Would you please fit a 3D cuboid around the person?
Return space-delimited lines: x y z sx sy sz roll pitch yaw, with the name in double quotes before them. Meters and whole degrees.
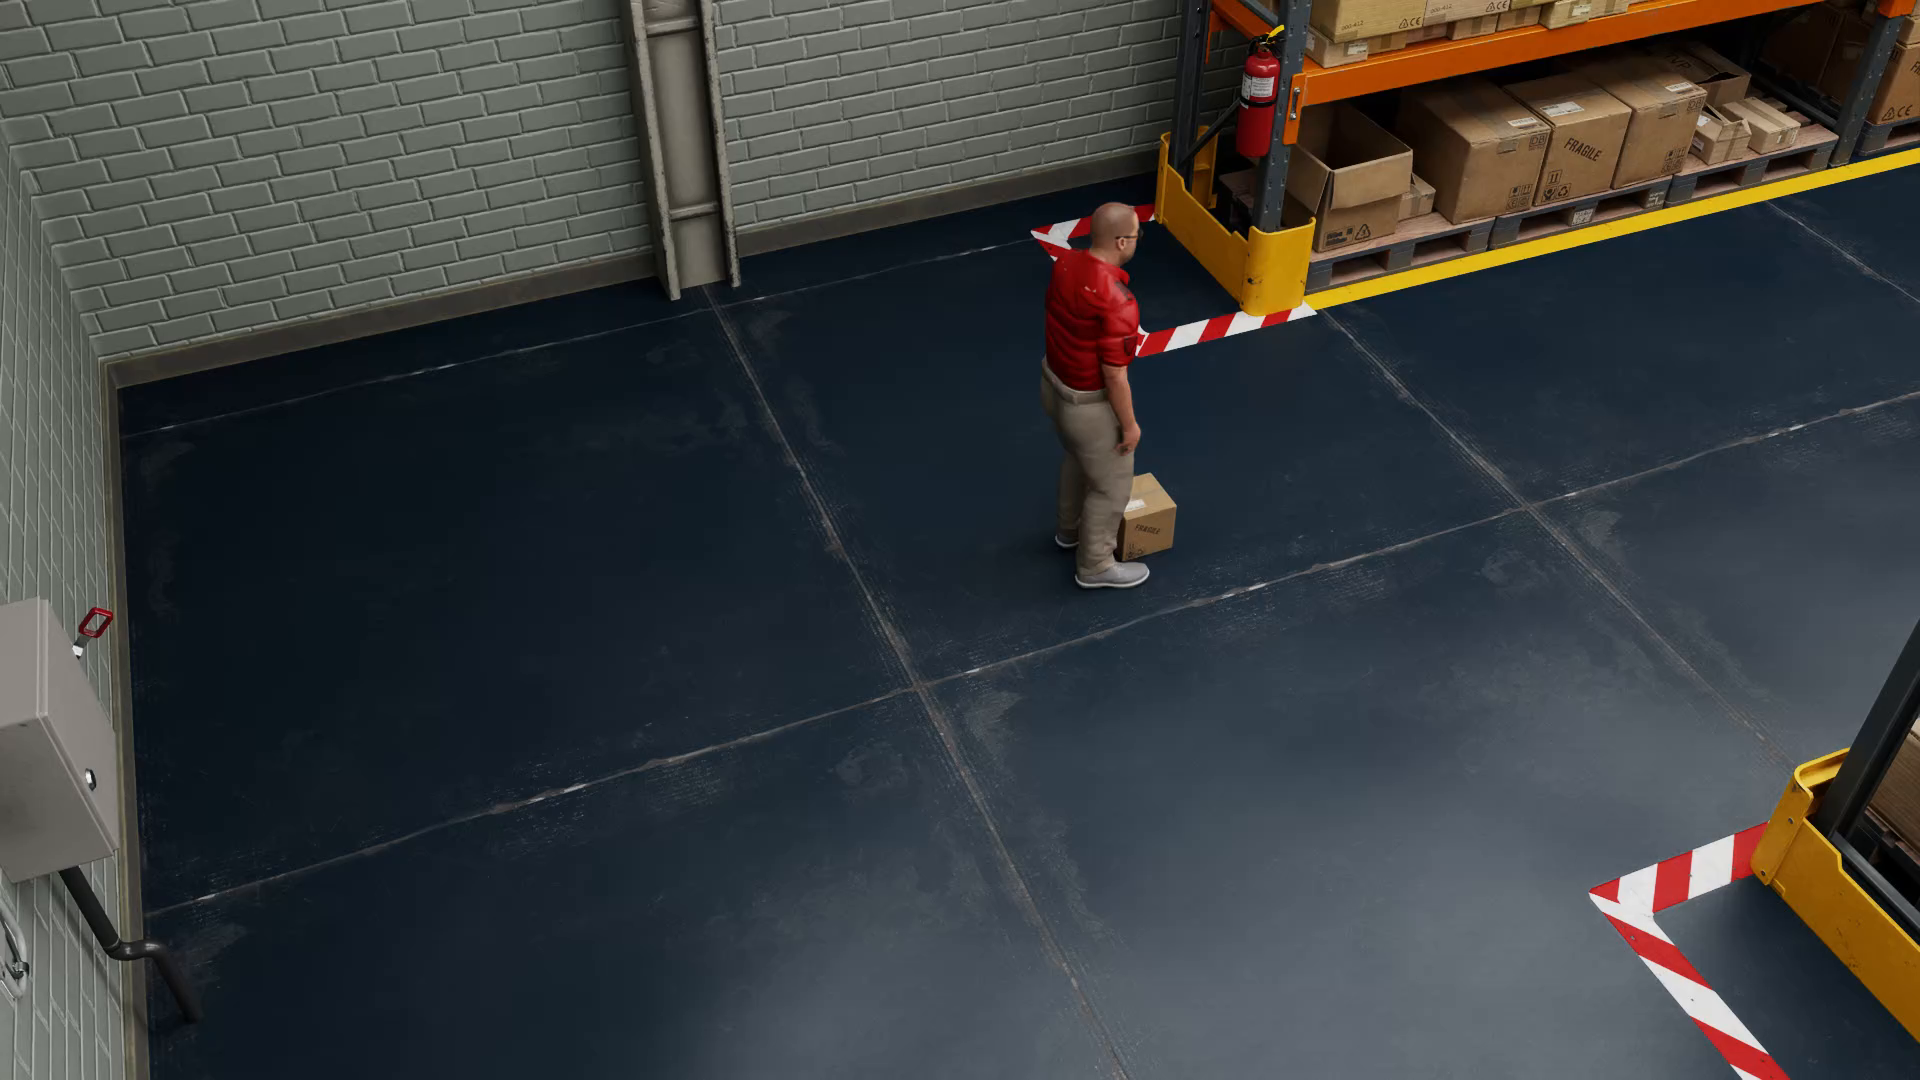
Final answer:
"person" 0.569 -0.595 6.844 0.436 1.726 0.599 -18 44 -19
